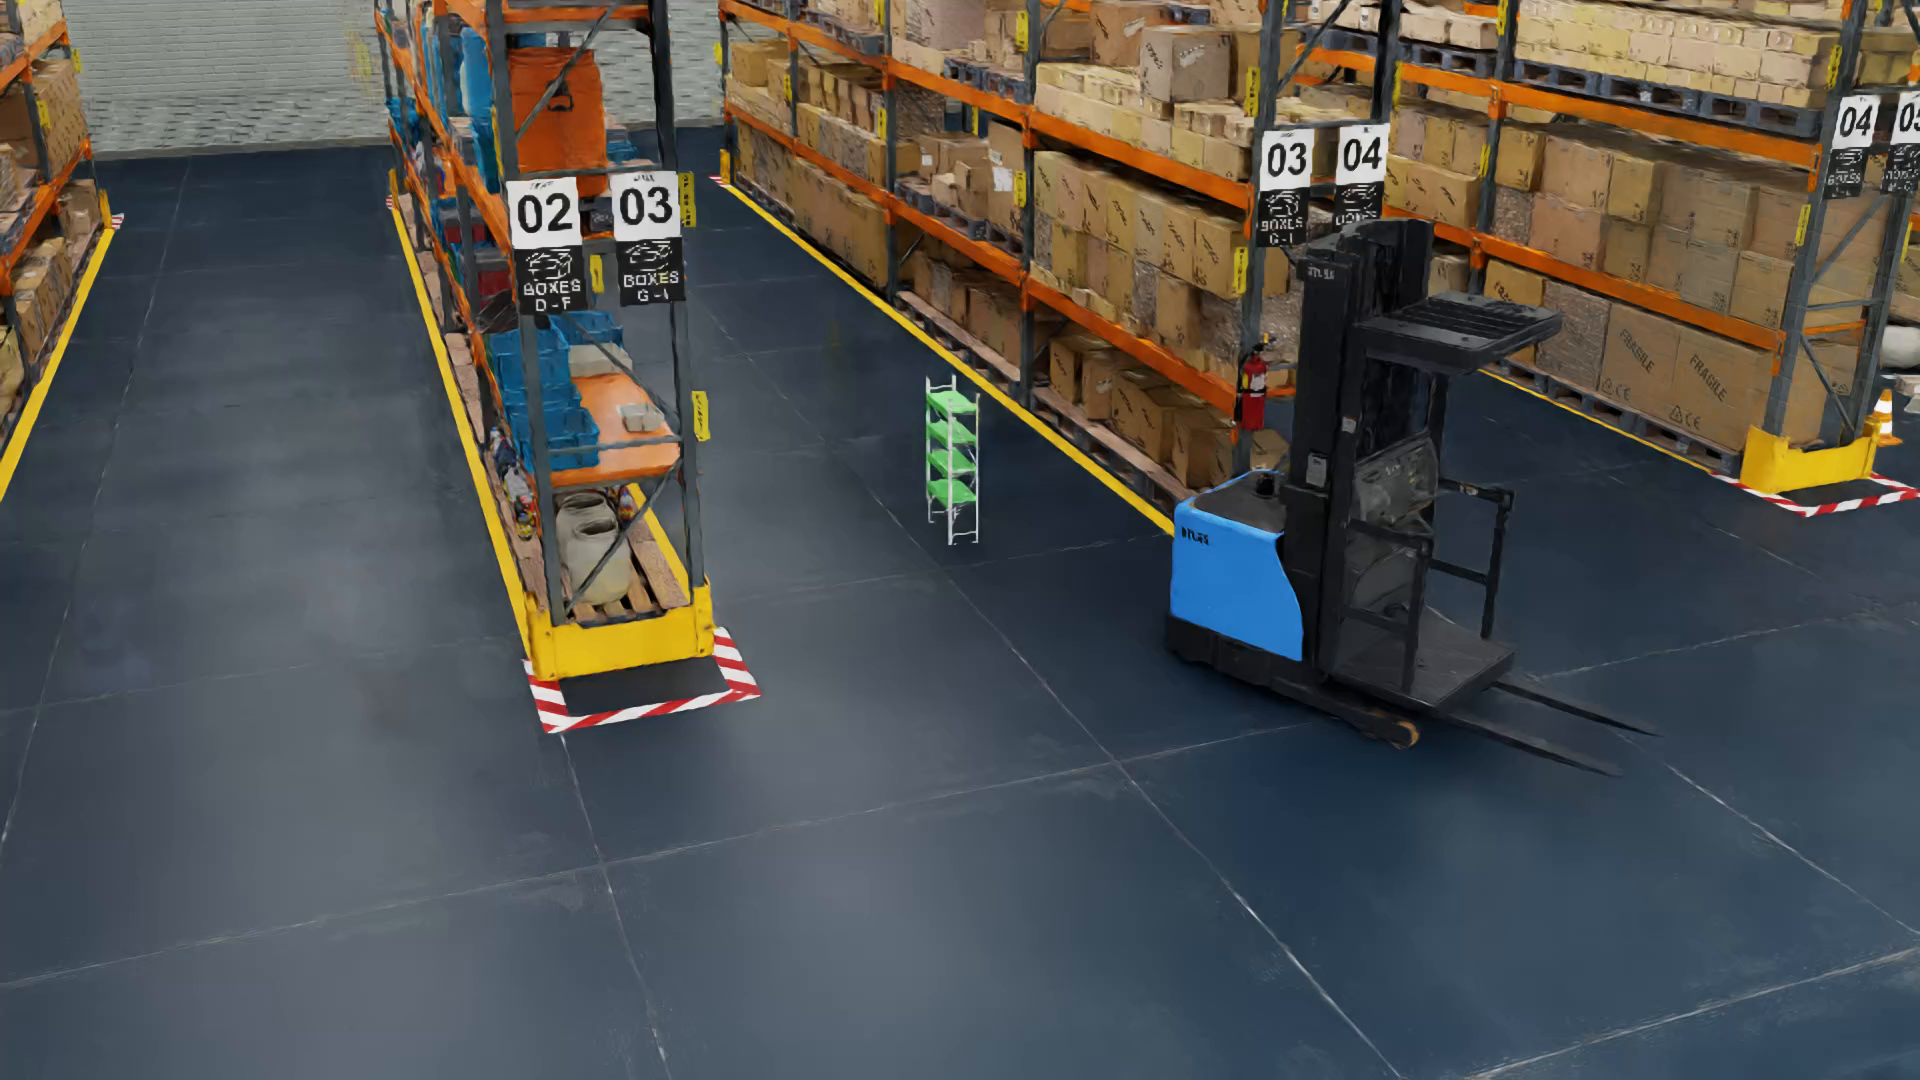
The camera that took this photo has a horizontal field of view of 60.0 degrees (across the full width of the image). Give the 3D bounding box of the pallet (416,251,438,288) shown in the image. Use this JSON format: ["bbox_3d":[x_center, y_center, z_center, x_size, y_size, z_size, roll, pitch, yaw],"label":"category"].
[{"bbox_3d":[-6.164,-3.371,20.601,1.003,0.211,1.213,-8,24,-19],"label":"pallet"}]

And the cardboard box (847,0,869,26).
[{"bbox_3d":[-1.021,-6.304,19.436,0.500,0.500,0.500,-7,24,-16],"label":"cardboard box"}]

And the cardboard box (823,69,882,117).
[{"bbox_3d":[-1.299,-5.648,20.993,0.797,0.503,0.637,-8,24,-18],"label":"cardboard box"}]

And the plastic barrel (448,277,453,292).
[{"bbox_3d":[-5.572,-3.157,19.066,0.600,0.588,0.708,-8,24,-19],"label":"plastic barrel"}]

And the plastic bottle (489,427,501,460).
[{"bbox_3d":[-3.869,-0.805,13.868,0.097,0.271,0.097,0,23,0],"label":"plastic bottle"}]

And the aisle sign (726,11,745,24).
[{"bbox_3d":[-3.483,-8.258,25.258,0.394,0.787,0.004,-8,24,-19],"label":"aisle sign"}]

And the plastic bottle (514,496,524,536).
[{"bbox_3d":[-3.276,-0.180,12.370,0.061,0.283,0.133,-8,24,-18],"label":"plastic bottle"}]

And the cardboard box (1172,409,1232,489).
[{"bbox_3d":[2.027,-0.745,13.457,0.500,0.500,0.500,-2,23,-5],"label":"cardboard box"}]

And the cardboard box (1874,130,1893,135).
[{"bbox_3d":[10.286,-4.529,17.958,0.700,0.500,0.500,-9,24,-20],"label":"cardboard box"}]

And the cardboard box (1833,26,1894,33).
[{"bbox_3d":[7.243,-4.035,13.351,0.380,0.149,0.250,-8,24,-19],"label":"cardboard box"}]

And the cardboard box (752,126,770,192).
[{"bbox_3d":[-2.554,-5.738,24.819,0.875,0.875,0.875,-8,24,-19],"label":"cardboard box"}]

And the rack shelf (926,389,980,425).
[{"bbox_3d":[-0.058,-0.996,12.622,0.258,0.148,0.480,-8,24,-19],"label":"rack shelf"}]

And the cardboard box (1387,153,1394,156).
[{"bbox_3d":[4.765,-4.109,18.633,0.500,0.500,0.500,-9,24,-20],"label":"cardboard box"}]

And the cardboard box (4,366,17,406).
[{"bbox_3d":[-9.020,-1.393,15.315,0.500,0.250,0.500,-9,24,-20],"label":"cardboard box"}]

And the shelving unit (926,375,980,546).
[{"bbox_3d":[-0.058,-0.613,12.783,0.258,1.200,0.503,-8,24,-19],"label":"shelving unit"}]

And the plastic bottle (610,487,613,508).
[{"bbox_3d":[-2.664,-0.390,12.884,0.097,0.271,0.097,0,23,0],"label":"plastic bottle"}]

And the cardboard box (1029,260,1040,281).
[{"bbox_3d":[0.857,-2.480,15.219,0.380,0.149,0.250,-8,24,-19],"label":"cardboard box"}]

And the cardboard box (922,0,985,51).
[{"bbox_3d":[-0.065,-5.255,16.844,0.500,0.500,0.500,-9,25,-21],"label":"cardboard box"}]

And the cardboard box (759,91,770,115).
[{"bbox_3d":[-2.531,-6.188,23.502,0.500,0.250,0.500,-8,24,-18],"label":"cardboard box"}]

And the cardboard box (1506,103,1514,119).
[{"bbox_3d":[7.934,-6.157,23.814,0.500,0.250,0.500,-9,24,-20],"label":"cardboard box"}]

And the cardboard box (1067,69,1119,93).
[{"bbox_3d":[1.123,-3.862,13.993,0.380,0.149,0.250,-8,24,-19],"label":"cardboard box"}]

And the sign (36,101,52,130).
[{"bbox_3d":[-10.515,-4.875,19.088,0.100,0.325,0.005,-8,24,-19],"label":"sign"}]

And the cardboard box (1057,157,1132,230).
[{"bbox_3d":[1.161,-2.979,14.281,0.500,0.500,0.500,-8,24,-19],"label":"cardboard box"}]

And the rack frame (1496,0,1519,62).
[{"bbox_3d":[5.738,-6.123,15.816,1.000,3.000,0.127,-8,24,-19],"label":"rack frame"}]

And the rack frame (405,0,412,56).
[{"bbox_3d":[-4.984,-6.254,16.124,1.000,3.000,0.127,-8,24,-19],"label":"rack frame"}]

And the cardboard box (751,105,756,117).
[{"bbox_3d":[-2.816,-6.227,24.108,0.380,0.149,0.250,-9,24,-20],"label":"cardboard box"}]

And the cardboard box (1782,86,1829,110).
[{"bbox_3d":[6.717,-3.486,13.074,0.380,0.149,0.250,-8,24,-19],"label":"cardboard box"}]

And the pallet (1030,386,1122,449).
[{"bbox_3d":[1.333,-1.191,15.428,1.003,0.211,1.213,-8,24,-19],"label":"pallet"}]

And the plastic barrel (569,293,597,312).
[{"bbox_3d":[-3.424,-2.449,14.176,0.600,0.901,0.708,-8,24,-19],"label":"plastic barrel"}]

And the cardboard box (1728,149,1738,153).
[{"bbox_3d":[9.549,-4.784,20.145,0.380,0.149,0.250,-9,25,-21],"label":"cardboard box"}]

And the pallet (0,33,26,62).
[{"bbox_3d":[-10.868,-5.313,17.997,1.213,0.211,1.003,-8,24,-19],"label":"pallet"}]

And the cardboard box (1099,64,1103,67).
[{"bbox_3d":[1.447,-4.134,14.637,0.380,0.149,0.250,-8,24,-17],"label":"cardboard box"}]

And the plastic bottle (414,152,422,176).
[{"bbox_3d":[-6.446,-4.484,19.815,0.097,0.271,0.097,0,23,0],"label":"plastic bottle"}]

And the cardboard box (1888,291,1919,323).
[{"bbox_3d":[10.488,-2.558,18.079,0.500,0.250,0.500,-7,24,-16],"label":"cardboard box"}]

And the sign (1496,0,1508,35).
[{"bbox_3d":[5.234,-5.047,16.052,0.100,0.325,0.005,-8,24,-19],"label":"sign"}]

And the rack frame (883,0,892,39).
[{"bbox_3d":[-0.351,-6.933,17.737,1.000,3.000,0.127,-8,24,-19],"label":"rack frame"}]

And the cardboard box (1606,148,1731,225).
[{"bbox_3d":[6.396,-3.197,15.012,0.875,0.550,0.500,-8,24,-19],"label":"cardboard box"}]

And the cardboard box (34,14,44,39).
[{"bbox_3d":[-11.321,-6.152,19.939,0.500,0.250,0.500,-8,24,-19],"label":"cardboard box"}]

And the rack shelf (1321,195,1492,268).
[{"bbox_3d":[5.032,-3.754,18.845,1.077,0.370,4.000,-8,24,-19],"label":"rack shelf"}]

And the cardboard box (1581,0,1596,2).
[{"bbox_3d":[6.166,-5.143,15.980,0.380,0.149,0.250,-9,24,-19],"label":"cardboard box"}]

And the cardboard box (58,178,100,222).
[{"bbox_3d":[-12.023,-4.605,22.588,0.500,0.500,0.500,-8,24,-19],"label":"cardboard box"}]

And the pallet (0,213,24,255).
[{"bbox_3d":[-9.925,-2.959,16.279,1.213,0.211,1.003,-8,24,-19],"label":"pallet"}]

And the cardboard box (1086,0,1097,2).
[{"bbox_3d":[2.141,-8.088,24.531,0.500,0.250,0.500,-9,24,-20],"label":"cardboard box"}]

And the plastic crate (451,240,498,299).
[{"bbox_3d":[-4.252,-2.386,14.694,0.392,0.384,0.575,-8,24,-19],"label":"plastic crate"}]

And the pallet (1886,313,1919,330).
[{"bbox_3d":[10.604,-2.551,18.654,1.003,0.211,1.213,-8,24,-19],"label":"pallet"}]

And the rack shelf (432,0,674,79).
[{"bbox_3d":[-2.865,-3.558,11.169,1.077,0.370,4.000,-8,24,-19],"label":"rack shelf"}]

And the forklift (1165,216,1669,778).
[{"bbox_3d":[2.780,-0.331,9.886,3.031,2.935,1.130,20,30,39],"label":"forklift"}]

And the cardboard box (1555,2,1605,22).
[{"bbox_3d":[5.729,-4.869,15.329,0.380,0.149,0.250,-9,24,-19],"label":"cardboard box"}]

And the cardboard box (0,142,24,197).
[{"bbox_3d":[-10.351,-3.870,17.525,0.700,0.500,0.500,-15,27,-32],"label":"cardboard box"}]

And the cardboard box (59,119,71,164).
[{"bbox_3d":[-11.316,-4.901,20.510,0.500,0.500,0.500,-8,24,-19],"label":"cardboard box"}]

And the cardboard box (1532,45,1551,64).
[{"bbox_3d":[5.642,-4.592,15.699,0.380,0.149,0.250,-8,24,-19],"label":"cardboard box"}]

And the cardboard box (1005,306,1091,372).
[{"bbox_3d":[0.866,-1.992,16.390,0.700,0.500,0.500,-10,25,-23],"label":"cardboard box"}]

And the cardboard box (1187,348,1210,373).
[{"bbox_3d":[1.957,-1.396,12.647,0.380,0.149,0.250,-8,24,-19],"label":"cardboard box"}]

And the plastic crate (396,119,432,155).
[{"bbox_3d":[-6.881,-5.086,21.021,0.392,0.384,0.575,-8,24,-19],"label":"plastic crate"}]

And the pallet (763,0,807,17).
[{"bbox_3d":[-2.043,-7.262,22.494,1.003,0.211,1.213,-8,24,-19],"label":"pallet"}]

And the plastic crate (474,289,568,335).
[{"bbox_3d":[-3.505,-1.799,13.361,0.767,0.338,0.504,-8,24,-19],"label":"plastic crate"}]

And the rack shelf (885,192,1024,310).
[{"bbox_3d":[0.356,-3.110,17.317,1.077,0.370,4.000,-8,24,-19],"label":"rack shelf"}]
